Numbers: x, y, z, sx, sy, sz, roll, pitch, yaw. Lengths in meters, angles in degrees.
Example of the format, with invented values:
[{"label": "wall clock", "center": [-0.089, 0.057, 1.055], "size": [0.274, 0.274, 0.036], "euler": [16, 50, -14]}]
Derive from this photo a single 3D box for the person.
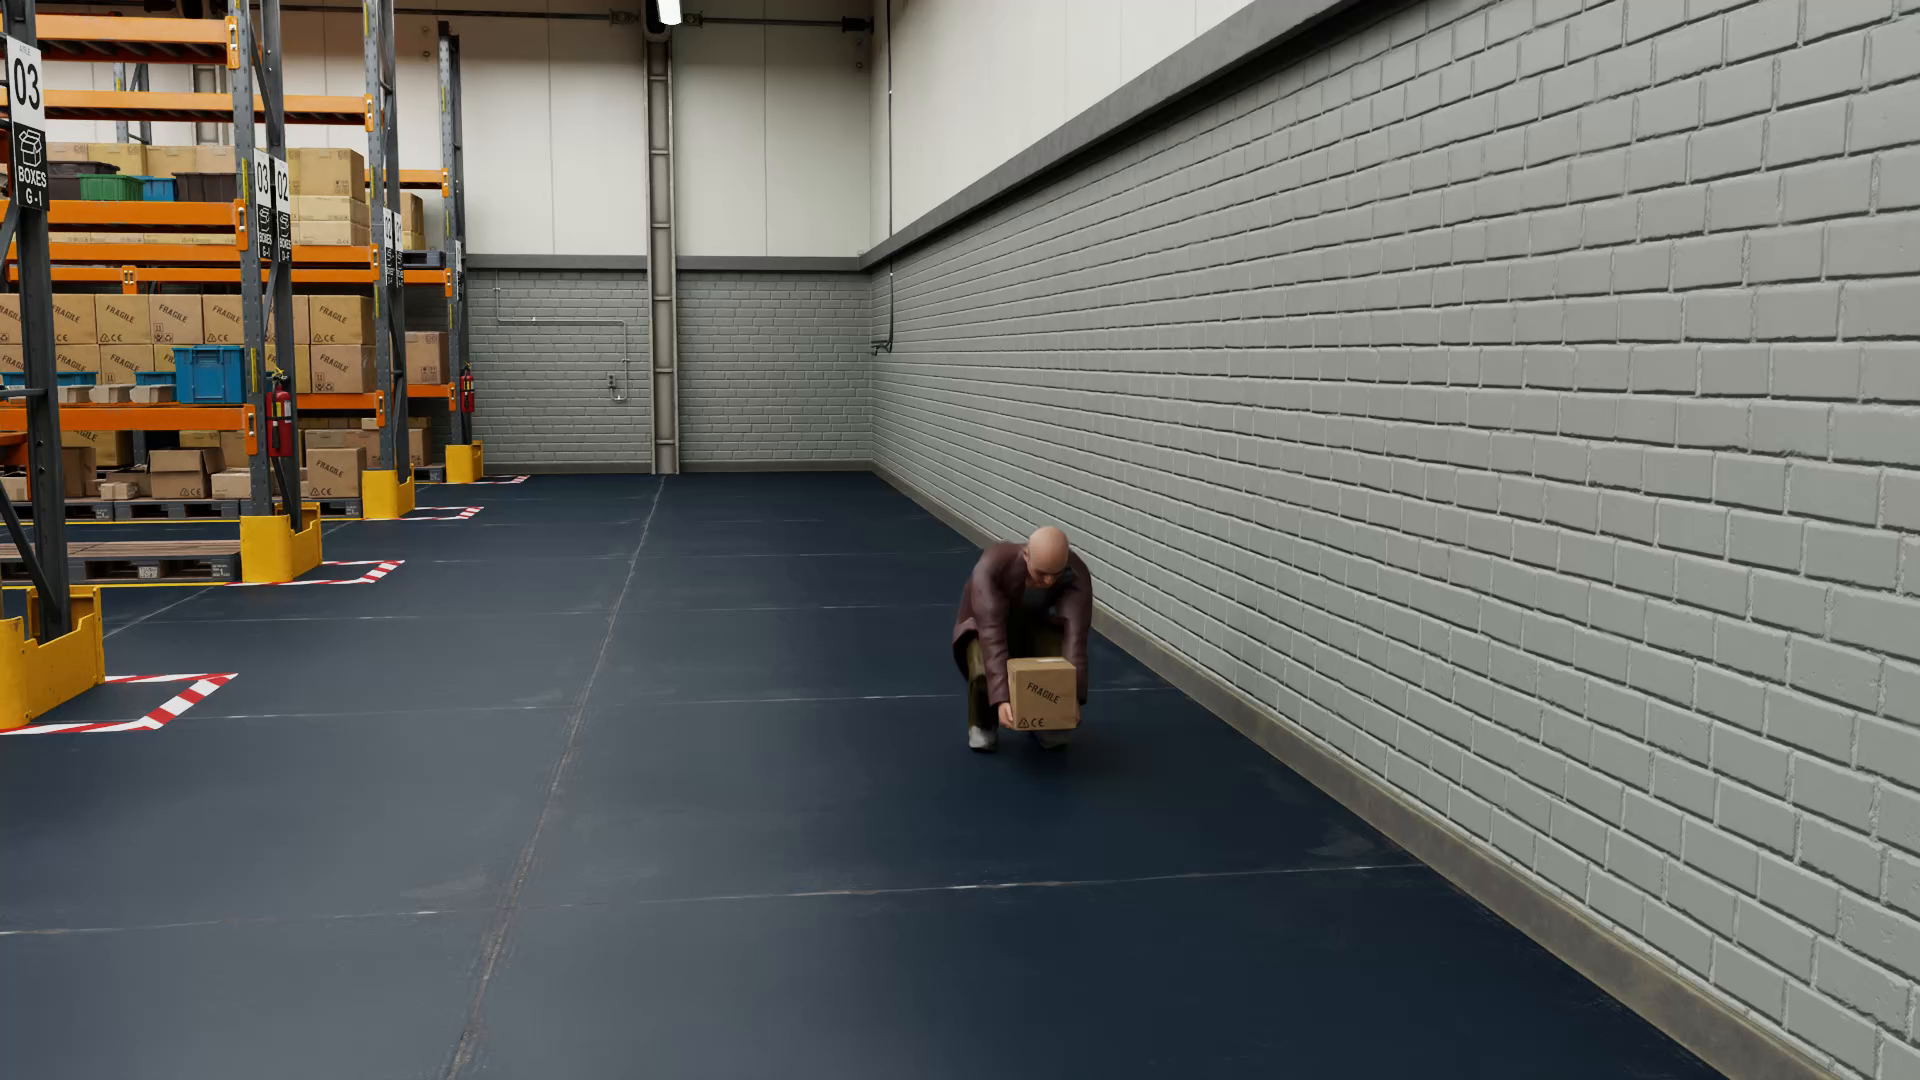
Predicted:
[{"label": "person", "center": [0.259, 0.421, 7.087], "size": [0.578, 0.987, 0.924], "euler": [-1, 6, -10]}]
